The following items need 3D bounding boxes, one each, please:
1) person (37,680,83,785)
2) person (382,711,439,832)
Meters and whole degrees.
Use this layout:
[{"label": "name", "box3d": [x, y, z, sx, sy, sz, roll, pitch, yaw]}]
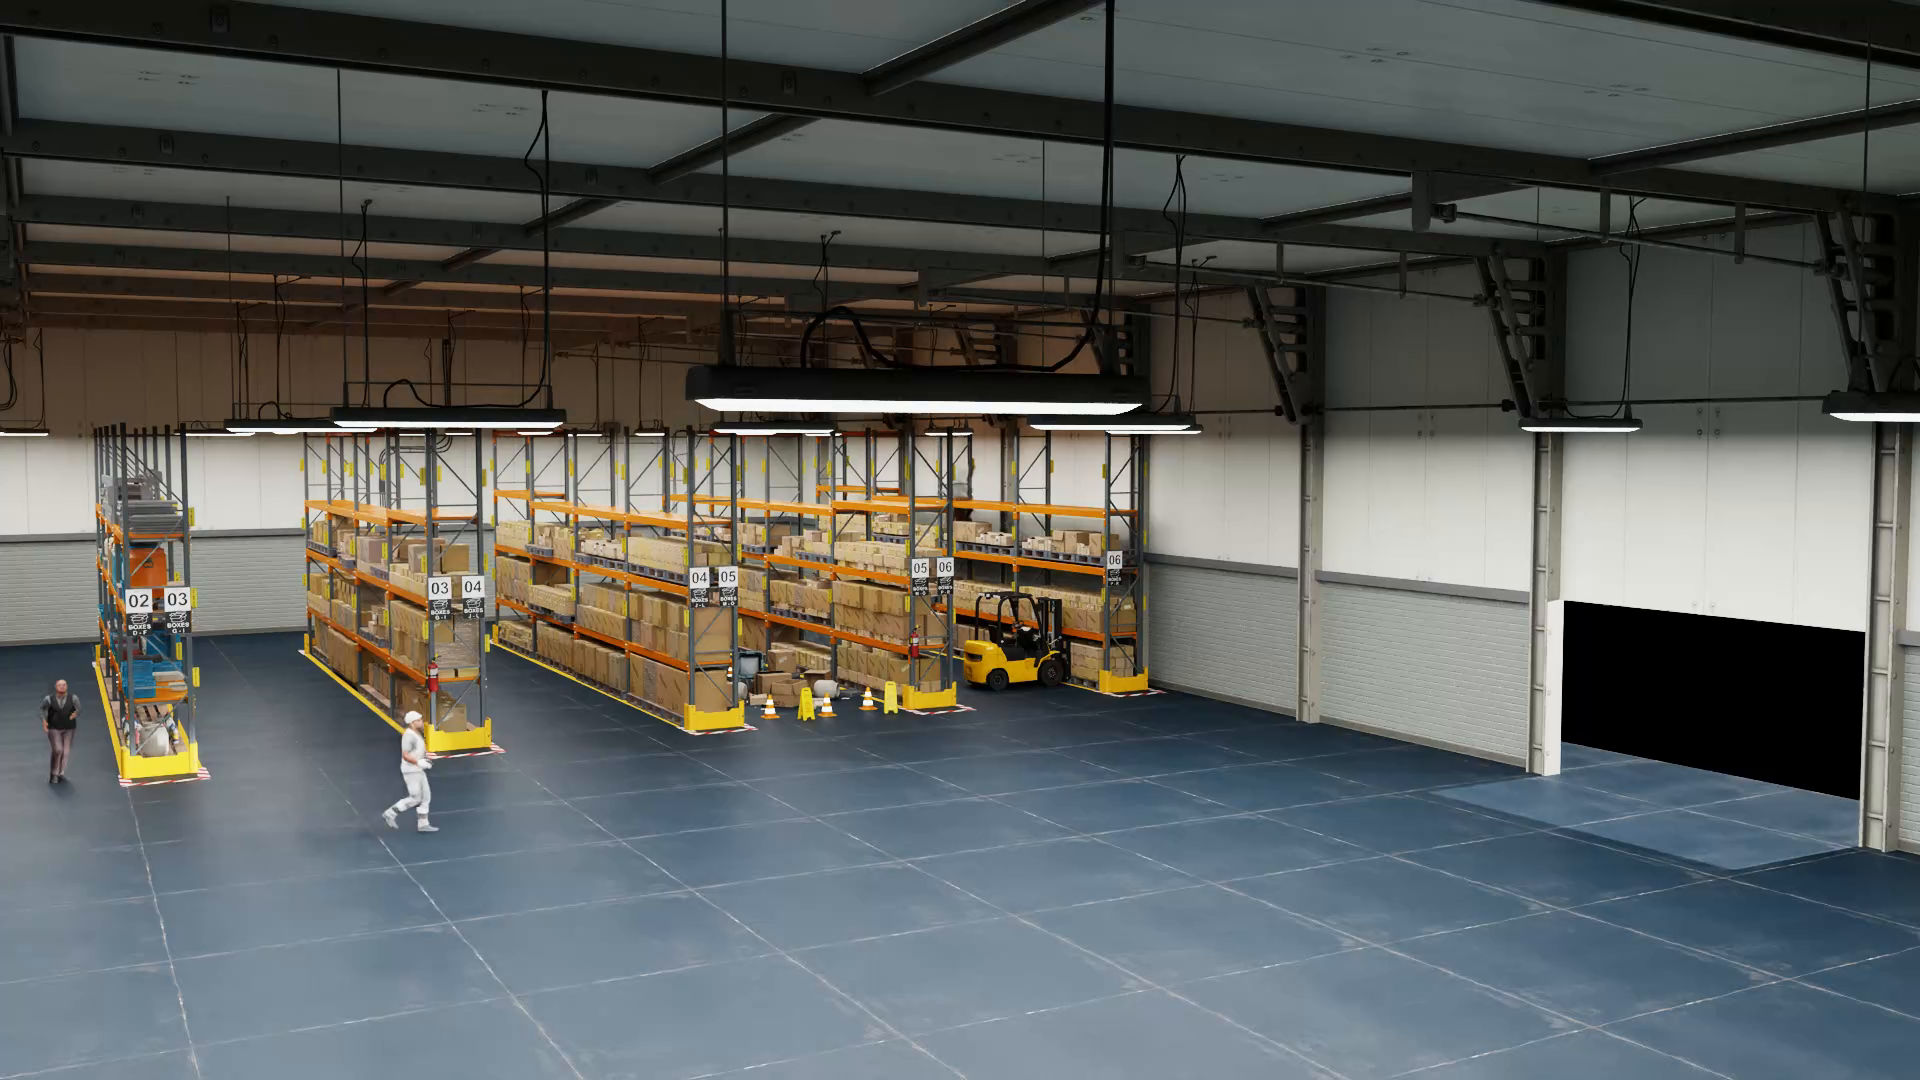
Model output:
[{"label": "person", "box3d": [-15.004, 3.203, 27.805, 0.659, 1.729, 0.592, -3, 4, -38]}, {"label": "person", "box3d": [-7.994, 3.376, 24.187, 0.782, 1.780, 0.684, 0, 3, -8]}]
